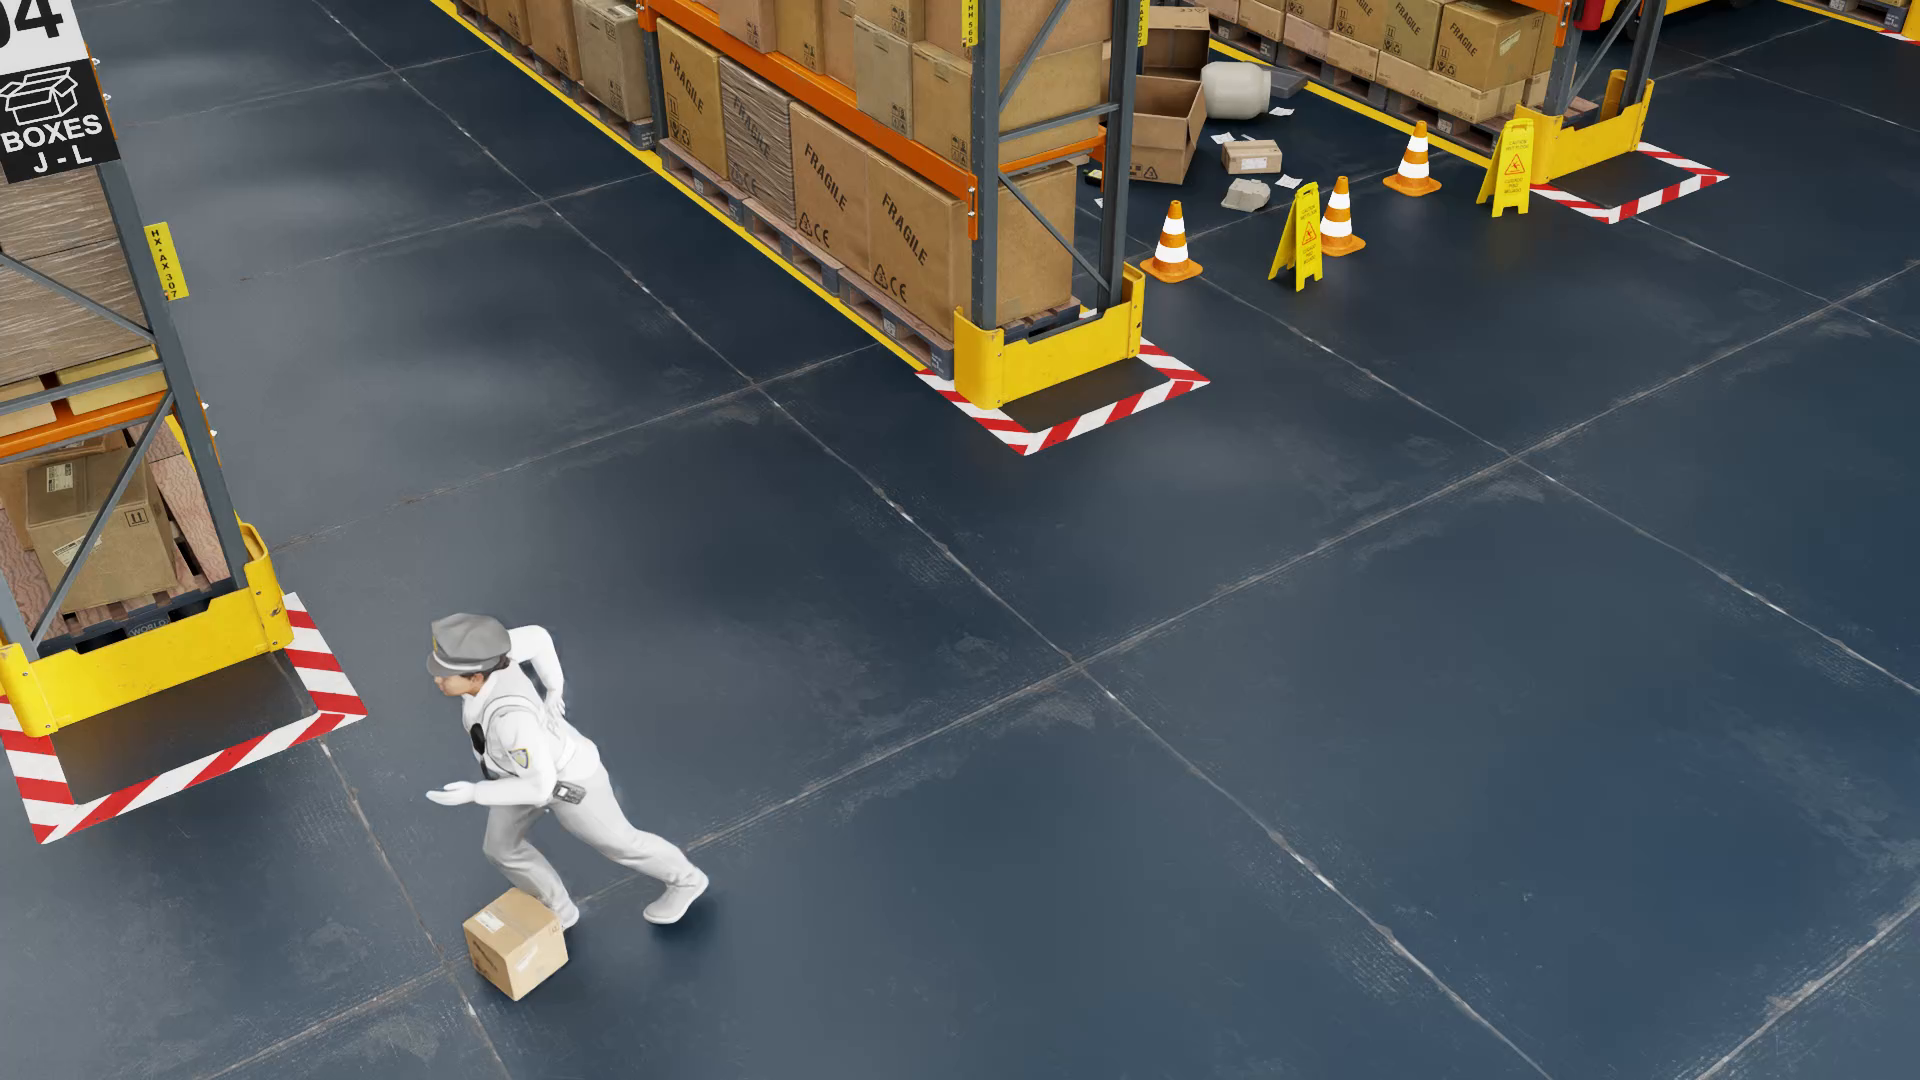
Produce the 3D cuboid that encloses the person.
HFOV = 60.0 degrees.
[{"bbox_3d":[-1.443,0.847,5.901,0.909,1.619,0.606,-26,44,-30],"label":"person"}]
